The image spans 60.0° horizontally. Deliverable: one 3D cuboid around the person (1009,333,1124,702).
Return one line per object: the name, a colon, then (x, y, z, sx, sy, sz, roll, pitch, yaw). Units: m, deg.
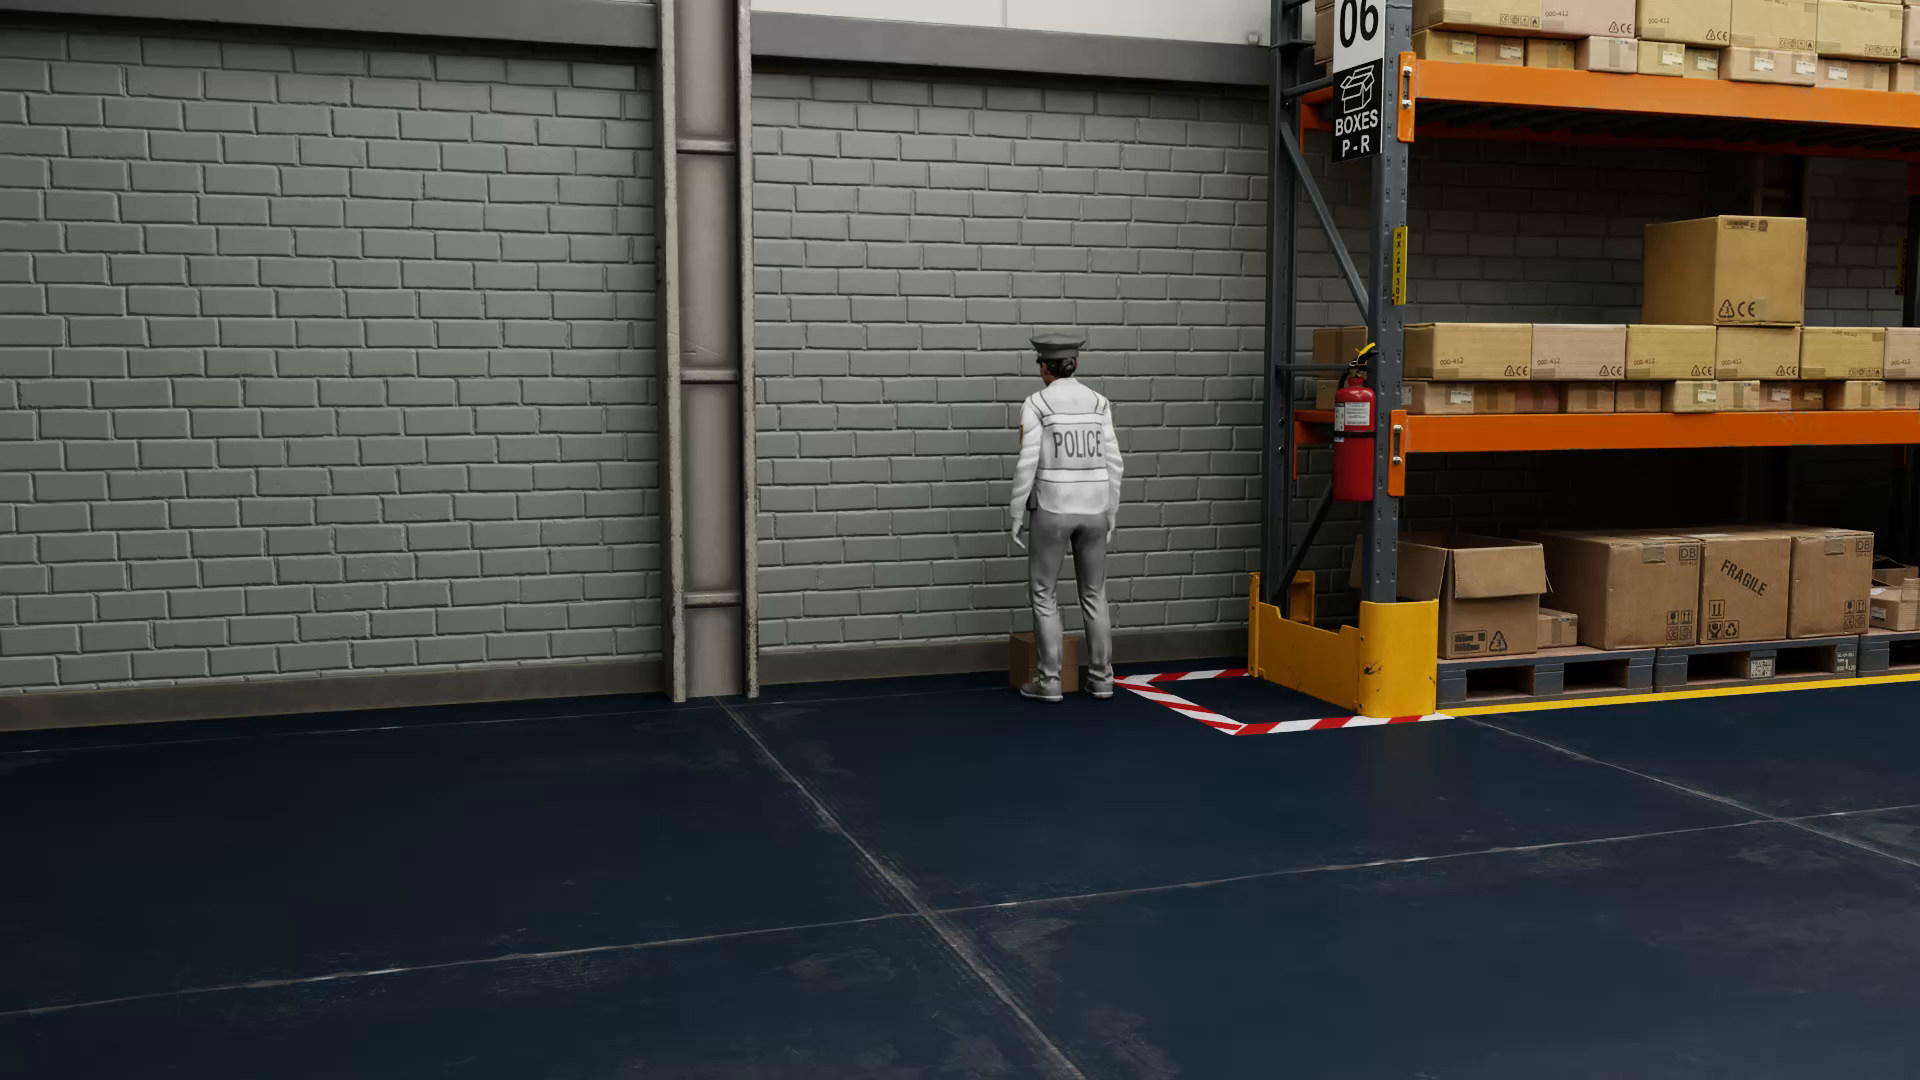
person: (0.478, -0.102, 7.540, 0.537, 1.663, 0.378, -2, 6, -20)
